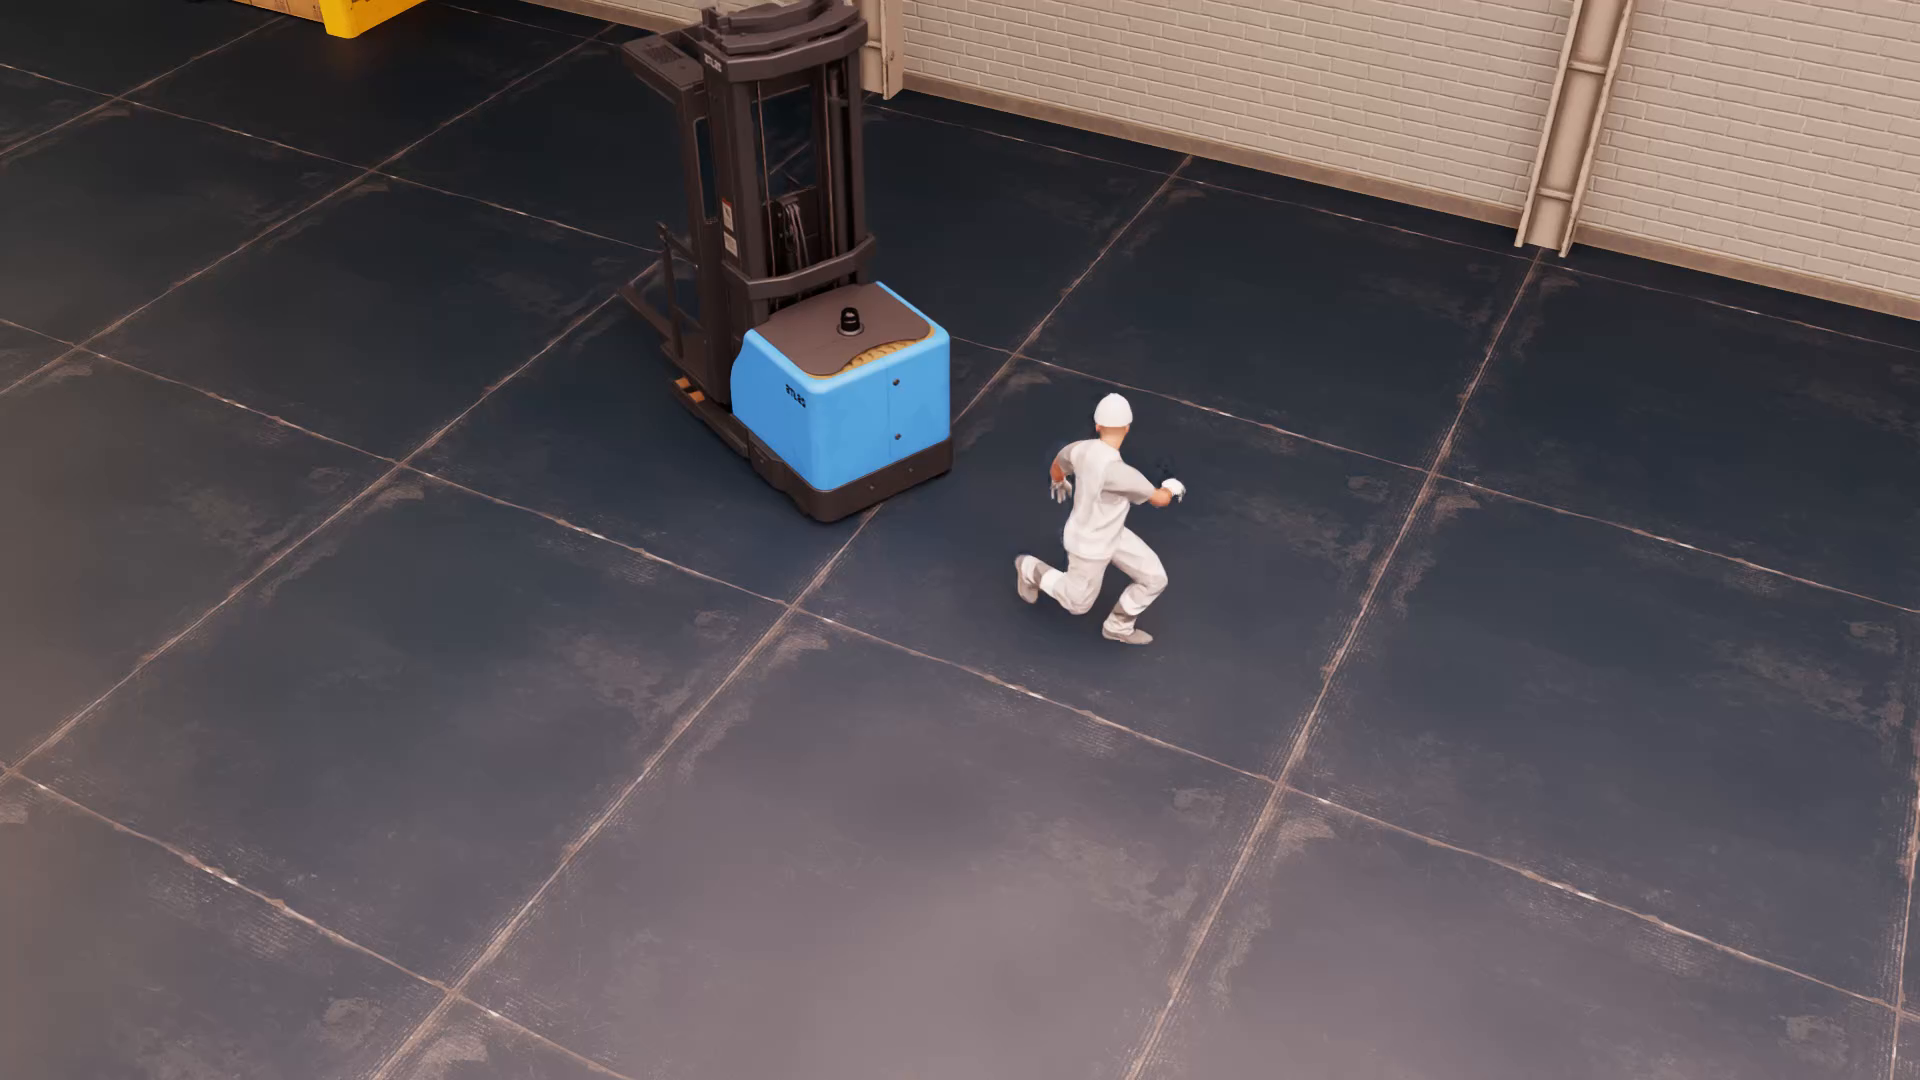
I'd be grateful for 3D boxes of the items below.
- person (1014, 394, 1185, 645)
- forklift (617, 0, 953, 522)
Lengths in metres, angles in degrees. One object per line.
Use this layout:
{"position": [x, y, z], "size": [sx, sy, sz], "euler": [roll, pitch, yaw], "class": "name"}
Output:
{"position": [0.748, -0.134, 9.270], "size": [0.928, 1.540, 0.670], "euler": [13, 42, 15], "class": "person"}
{"position": [-1.328, -2.132, 10.519], "size": [1.130, 2.935, 3.031], "euler": [-26, 46, -27], "class": "forklift"}
